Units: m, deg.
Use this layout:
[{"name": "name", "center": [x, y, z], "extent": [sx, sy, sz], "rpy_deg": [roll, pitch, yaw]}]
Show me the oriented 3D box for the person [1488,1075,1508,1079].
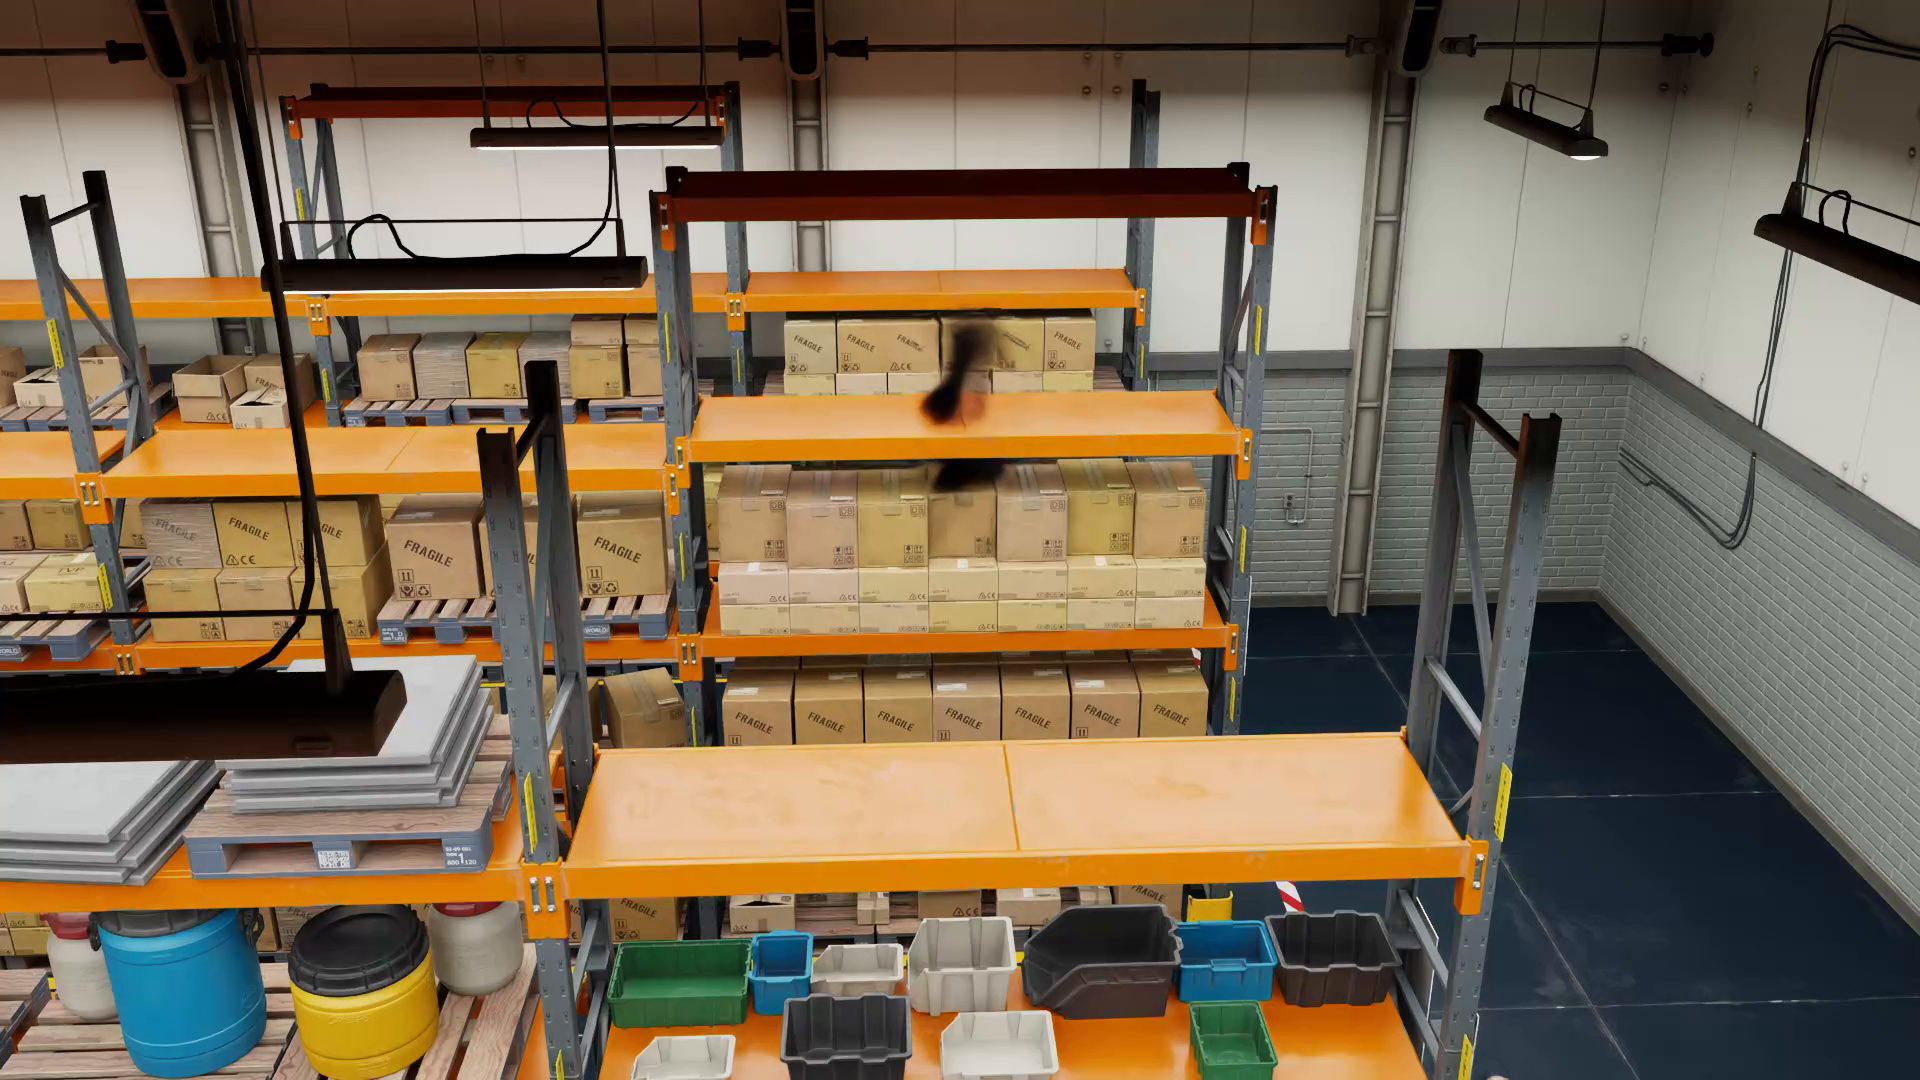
[{"name": "person", "center": [2.981, 3.838, 9.689], "extent": [0.737, 1.557, 0.946], "rpy_deg": [2, 22, 6]}]
